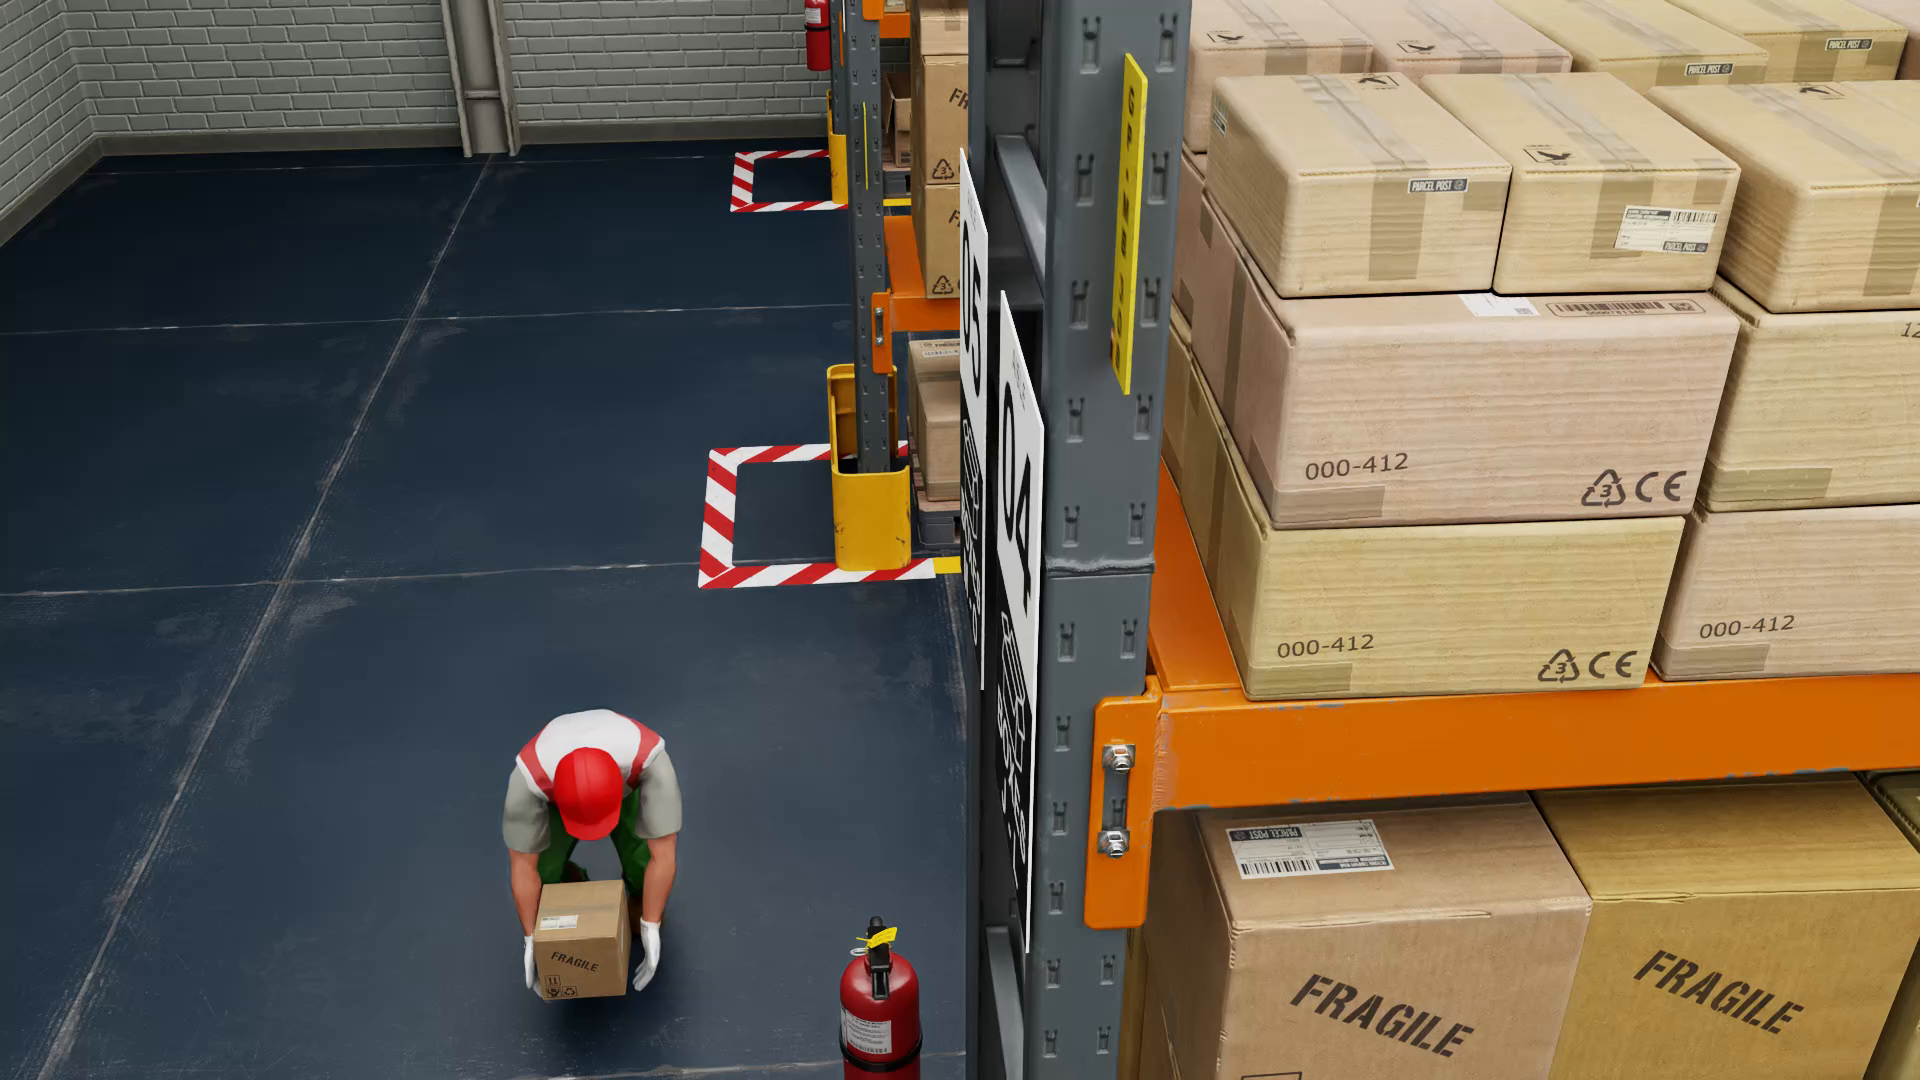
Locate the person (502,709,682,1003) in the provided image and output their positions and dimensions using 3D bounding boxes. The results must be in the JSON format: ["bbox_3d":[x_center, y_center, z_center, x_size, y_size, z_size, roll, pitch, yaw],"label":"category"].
[{"bbox_3d":[-1.167,0.908,5.357,0.572,1.006,0.884,-3,31,-5],"label":"person"}]
